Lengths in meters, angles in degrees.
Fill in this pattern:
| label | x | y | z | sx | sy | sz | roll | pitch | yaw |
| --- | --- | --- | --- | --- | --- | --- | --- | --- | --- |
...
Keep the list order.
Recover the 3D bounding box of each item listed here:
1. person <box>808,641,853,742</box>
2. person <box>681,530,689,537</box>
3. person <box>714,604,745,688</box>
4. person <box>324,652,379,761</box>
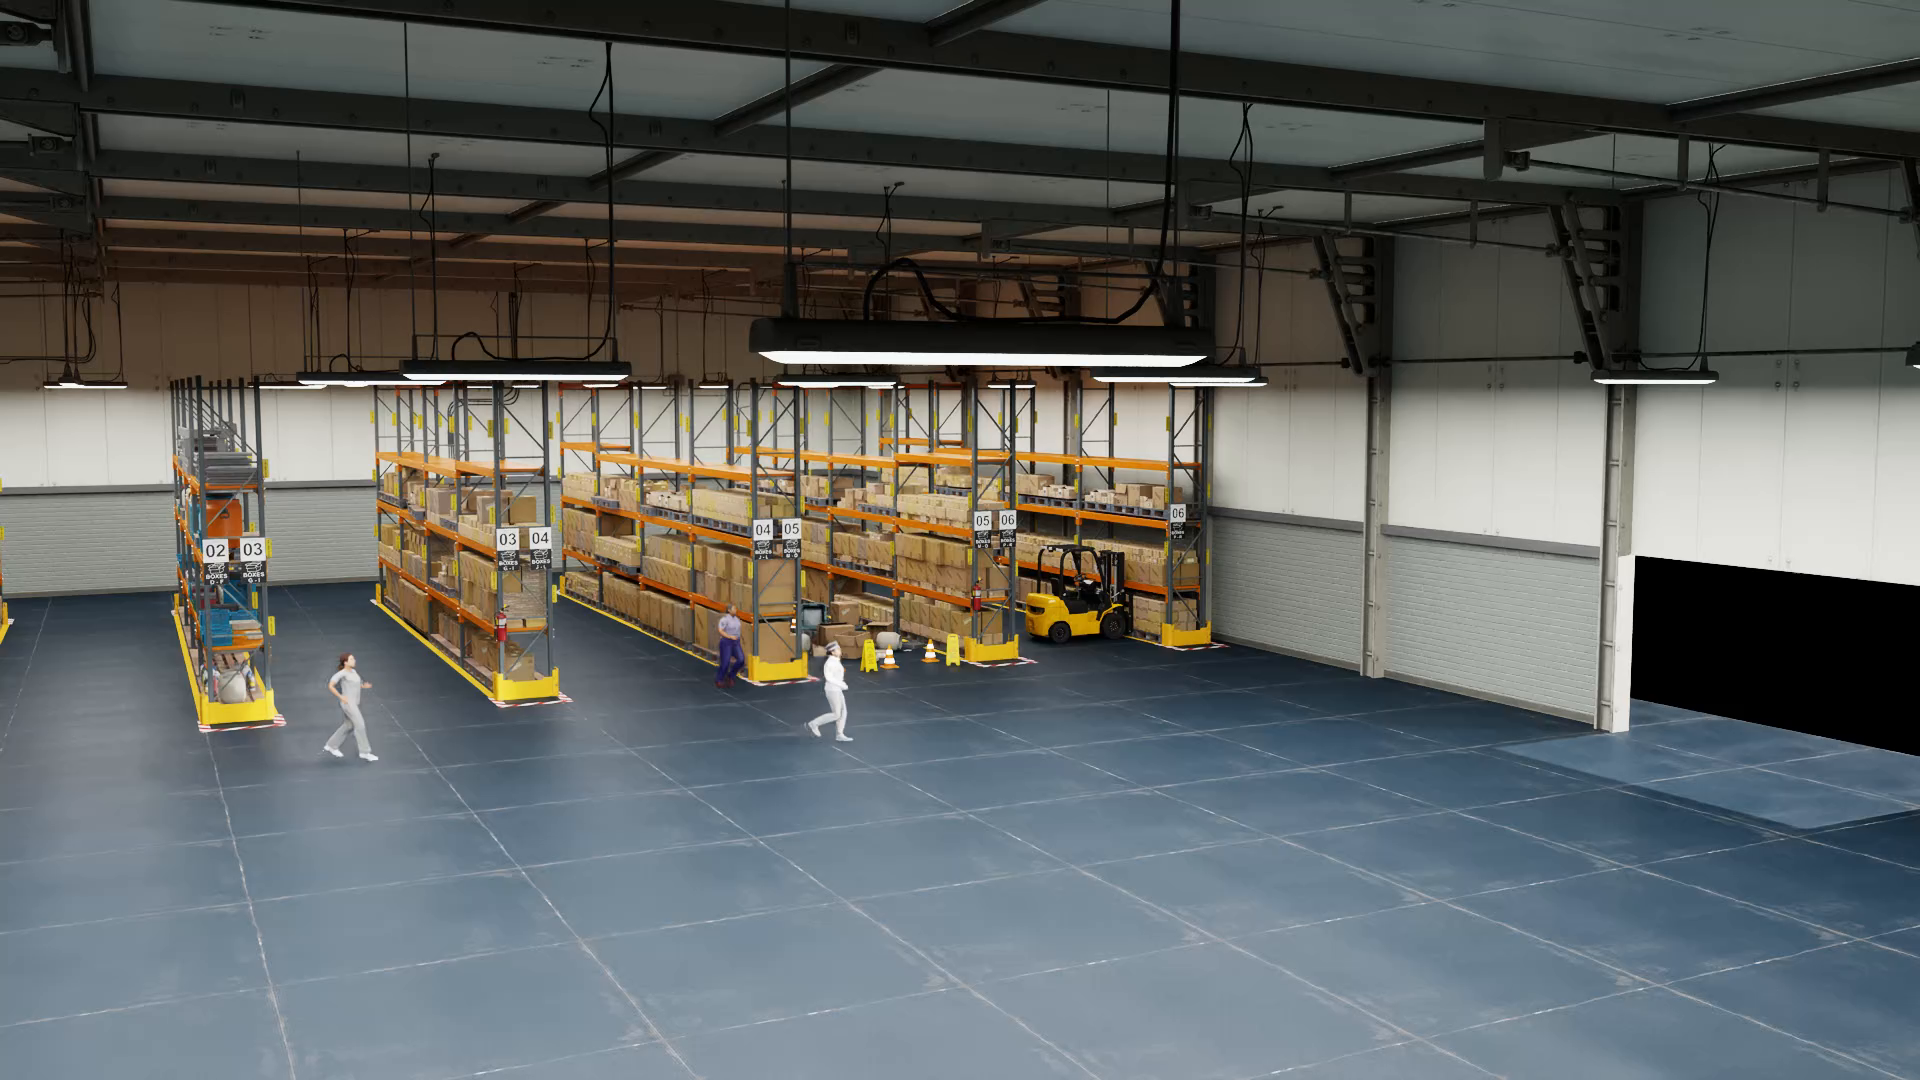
| label | x | y | z | sx | sy | sz | roll | pitch | yaw |
| --- | --- | --- | --- | --- | --- | --- | --- | --- | --- |
| person | -2.119 | 2.470 | 27.203 | 0.720 | 1.670 | 0.611 | 0 | 5 | -2 |
| person | -8.370 | 0.378 | 50.294 | 0.844 | 1.845 | 0.705 | -3 | 6 | -28 |
| person | -4.428 | 2.056 | 32.291 | 0.601 | 1.617 | 0.667 | 4 | 6 | 38 |
| person | -9.445 | 2.573 | 25.753 | 0.870 | 1.686 | 0.562 | 0 | 5 | 0 |
